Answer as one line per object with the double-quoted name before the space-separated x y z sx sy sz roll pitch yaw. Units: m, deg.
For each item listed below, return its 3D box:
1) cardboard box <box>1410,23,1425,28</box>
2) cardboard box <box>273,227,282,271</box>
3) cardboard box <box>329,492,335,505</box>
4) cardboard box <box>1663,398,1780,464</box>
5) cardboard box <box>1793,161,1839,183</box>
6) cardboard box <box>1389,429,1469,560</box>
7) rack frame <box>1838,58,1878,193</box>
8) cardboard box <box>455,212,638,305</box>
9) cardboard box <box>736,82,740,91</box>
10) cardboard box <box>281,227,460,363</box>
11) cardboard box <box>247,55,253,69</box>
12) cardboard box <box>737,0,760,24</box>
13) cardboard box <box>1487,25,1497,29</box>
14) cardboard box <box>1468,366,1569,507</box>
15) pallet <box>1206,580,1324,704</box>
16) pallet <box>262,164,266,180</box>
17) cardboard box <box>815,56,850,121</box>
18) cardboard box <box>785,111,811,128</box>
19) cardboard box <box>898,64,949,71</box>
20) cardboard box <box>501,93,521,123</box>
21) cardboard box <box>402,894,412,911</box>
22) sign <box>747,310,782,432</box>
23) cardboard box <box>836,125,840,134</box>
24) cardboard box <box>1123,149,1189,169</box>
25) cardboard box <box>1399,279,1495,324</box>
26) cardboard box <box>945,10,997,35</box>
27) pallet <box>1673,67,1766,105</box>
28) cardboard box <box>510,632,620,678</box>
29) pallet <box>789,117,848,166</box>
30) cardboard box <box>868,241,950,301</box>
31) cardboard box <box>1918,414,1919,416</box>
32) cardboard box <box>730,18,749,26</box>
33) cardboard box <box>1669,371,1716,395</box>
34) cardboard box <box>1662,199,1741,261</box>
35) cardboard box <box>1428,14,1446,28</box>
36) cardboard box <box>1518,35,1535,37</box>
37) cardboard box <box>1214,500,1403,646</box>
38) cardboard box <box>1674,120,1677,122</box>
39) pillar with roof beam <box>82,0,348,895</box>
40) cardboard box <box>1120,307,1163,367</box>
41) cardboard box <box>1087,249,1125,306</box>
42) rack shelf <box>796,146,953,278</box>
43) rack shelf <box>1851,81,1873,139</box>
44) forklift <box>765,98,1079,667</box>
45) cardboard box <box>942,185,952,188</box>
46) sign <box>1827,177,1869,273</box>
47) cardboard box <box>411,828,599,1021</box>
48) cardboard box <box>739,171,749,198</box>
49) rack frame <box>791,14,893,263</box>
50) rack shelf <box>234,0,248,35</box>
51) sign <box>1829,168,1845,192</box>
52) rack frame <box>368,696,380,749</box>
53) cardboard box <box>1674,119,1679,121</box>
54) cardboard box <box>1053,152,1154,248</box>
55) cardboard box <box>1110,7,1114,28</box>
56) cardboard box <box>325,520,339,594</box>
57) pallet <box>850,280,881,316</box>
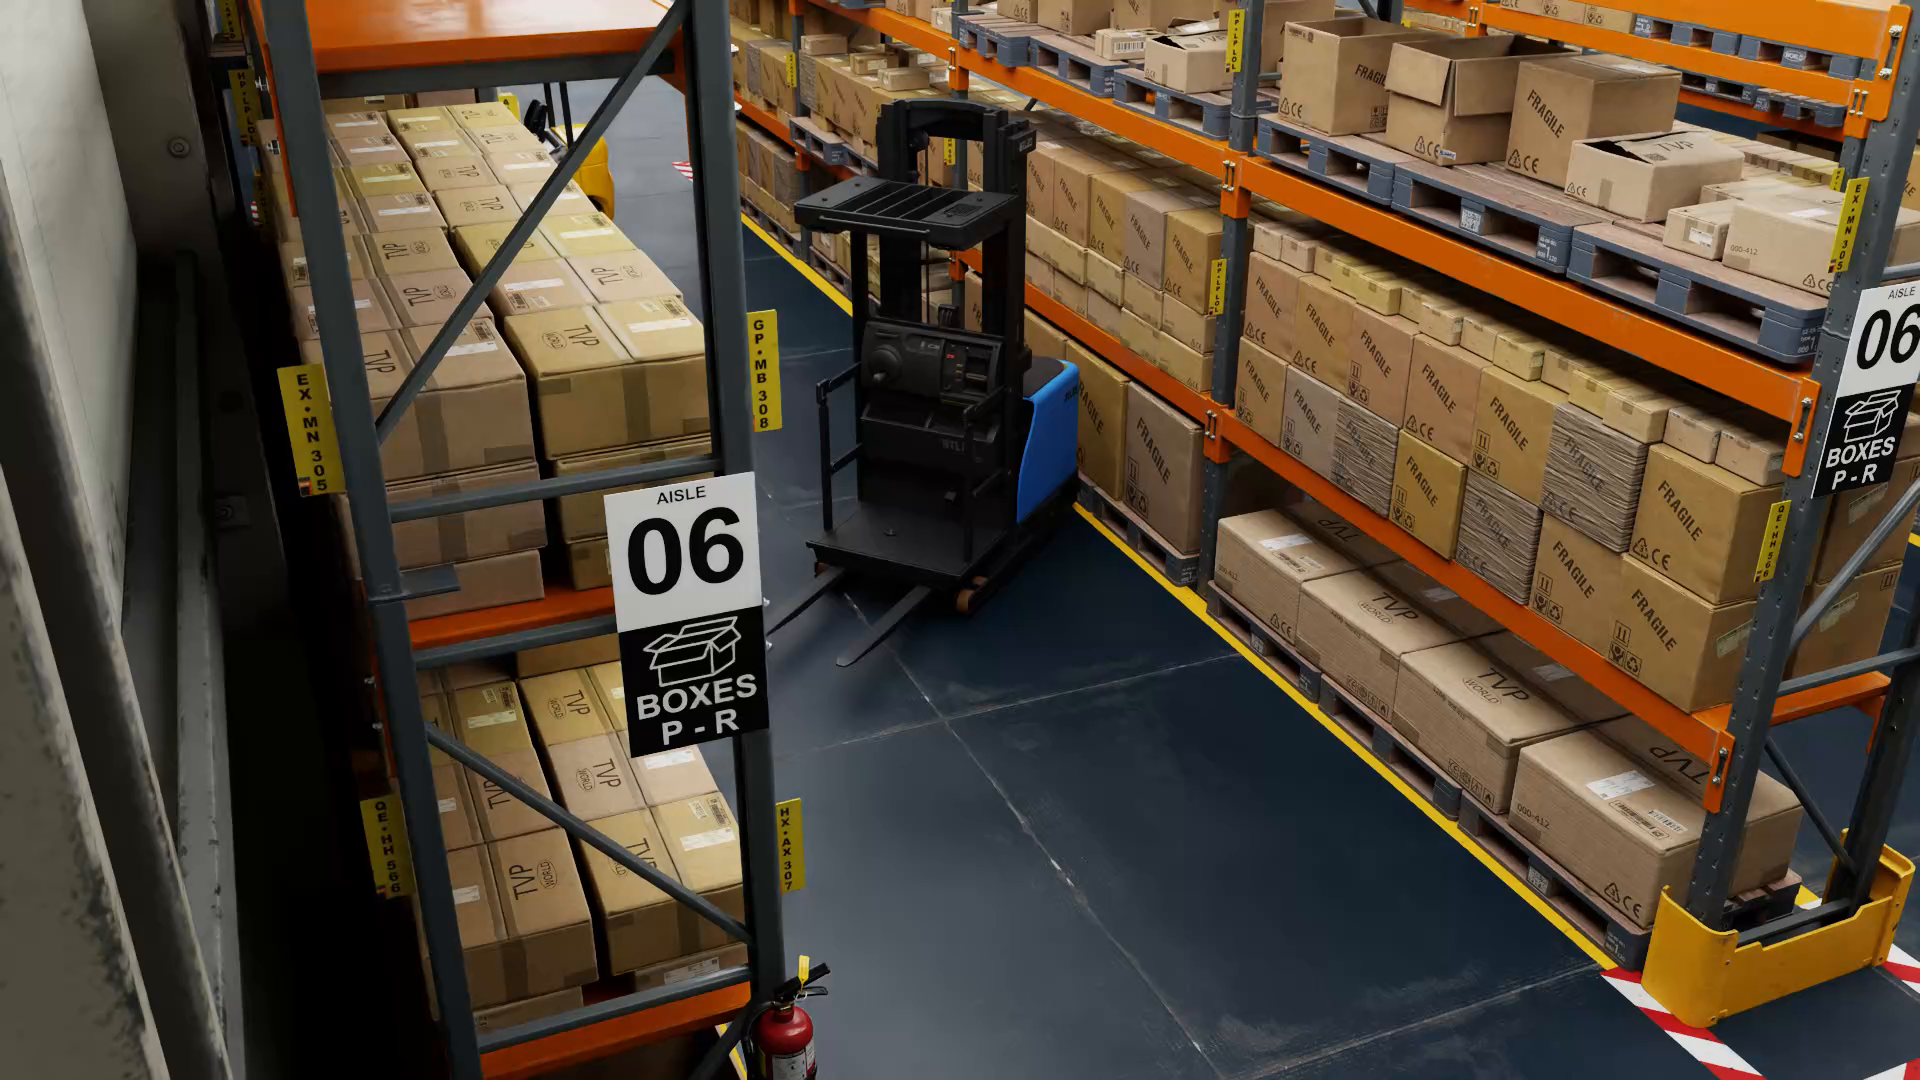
"cardboard box" 4.163 -4.869 16.551 0.700 0.500 0.500 -11 28 -21
"cardboard box" -4.580 -2.120 11.775 0.500 0.250 0.500 -10 28 -19
"cardboard box" -1.651 -0.352 4.965 0.500 0.250 0.500 -10 28 -20
"cardboard box" 3.104 -0.449 6.758 0.380 0.149 0.250 -10 28 -20
"cardboard box" 6.555 -2.757 12.608 0.380 0.149 0.250 -10 28 -20
"cardboard box" 2.511 -0.266 8.262 0.500 0.500 0.500 -10 28 -19
"rack frame" 6.499 -1.961 11.847 1.000 3.000 0.127 -11 28 -21
"cardboard box" -1.349 -0.870 5.457 0.500 0.250 0.500 -11 28 -21
"cardboard box" -2.284 -5.102 18.567 0.380 0.149 0.250 -10 28 -19
"cardboard box" -1.861 -0.787 5.286 0.500 0.250 0.500 -10 28 -20
"cardboard box" -3.994 -2.781 9.824 0.380 0.149 0.250 -11 28 -21
"cardboard box" -2.123 -6.167 18.870 0.700 0.500 0.500 -10 28 -20
"cardboard box" 7.240 -6.974 21.662 0.875 0.500 0.500 -11 28 -21
"cardboard box" 2.720 -0.509 7.619 0.500 0.500 0.500 -11 28 -21
"pallet" 2.210 0.504 9.977 1.003 0.211 1.213 -11 28 -21
"pallet" -2.773 -1.754 8.218 1.213 0.211 1.003 -11 28 -21
"cardboard box" -1.033 -4.225 15.554 0.500 0.500 0.500 -10 28 -20
"cardboard box" -1.555 -4.263 16.849 0.380 0.149 0.250 -11 28 -21
"cardboard box" -0.365 -4.110 15.317 0.500 0.500 0.500 -10 28 -19
"cardboard box" -2.295 -2.013 7.890 0.380 0.149 0.250 -10 28 -19
"cardboard box" -1.769 1.124 5.815 0.380 0.149 0.250 -11 28 -20
"sign" -0.516 -0.434 4.305 0.100 0.325 0.005 -11 28 -21
"cardboard box" -0.952 -3.894 15.614 0.380 0.149 0.250 -9 27 -17
"cardboard box" 1.449 -2.402 11.496 0.500 0.500 0.500 -11 28 -21
"cardboard box" 2.415 -1.176 8.247 0.380 0.149 0.250 -11 28 -21
"cardboard box" 0.101 -4.010 12.912 0.380 0.149 0.250 -11 28 -21
"pallet" 8.723 -5.093 18.480 1.003 0.211 1.213 -11 28 -21
"cardboard box" -1.533 0.162 6.477 0.500 0.500 0.500 -10 28 -19
"pallet" -0.984 -3.879 15.995 1.003 0.211 1.213 -11 28 -21
"cardboard box" -0.383 -2.525 15.520 0.950 0.372 0.625 -10 28 -19
"cardboard box" 6.641 -0.746 11.451 0.380 0.149 0.250 -11 28 -21
"cardboard box" -2.579 -5.645 18.939 0.500 0.500 0.500 -10 28 -19
"cardboard box" 3.382 -0.752 7.379 0.380 0.149 0.250 -12 28 -22
"cardboard box" 3.054 -1.245 6.656 0.380 0.149 0.250 -13 29 -25
"cardboard box" 6.577 -7.042 22.541 0.380 0.149 0.250 -11 28 -21
"cardboard box" 7.306 -6.344 21.111 0.380 0.149 0.250 -11 28 -21
"cardboard box" 2.131 0.165 9.934 0.875 0.438 0.875 -11 28 -21
"cardboard box" 5.853 -3.485 14.098 0.380 0.149 0.250 -10 28 -19
"pillar with roof beam" 0.823 -3.214 7.577 9.100 9.000 0.400 -11 28 -21
"cardboard box" 1.378 -1.345 10.758 0.500 0.250 0.500 -11 28 -21
"cardboard box" 1.177 -1.771 11.060 0.500 0.250 0.500 -10 28 -19
"rack shelf" -0.366 -3.168 15.140 1.077 0.370 4.000 -11 28 -21
"rack shelf" 7.282 -2.178 9.693 1.077 0.370 4.000 -11 28 -21
"forklift" -0.277 -1.069 10.099 1.130 2.935 3.031 12 29 23
"cardboard box" 0.073 -2.852 13.480 0.380 0.149 0.250 -10 28 -19
"sign" 3.046 -1.077 5.699 0.100 0.325 0.005 -11 28 -21
"cardboard box" -1.440 1.194 5.218 0.500 0.250 0.500 -10 28 -19
"cardboard box" -2.236 -4.068 18.819 0.500 0.250 0.500 -9 27 -17
"rack frame" -1.149 -4.299 16.636 1.000 3.000 0.127 -11 28 -21
"rack shelf" -3.365 -3.215 8.854 1.077 0.370 4.000 -11 28 -21
"sign" 5.990 -2.384 11.394 0.100 0.325 0.005 -11 28 -21
"rack frame" -2.582 -0.215 8.271 1.000 3.000 0.127 -11 28 -21
"cardboard box" 8.190 -4.824 20.060 0.700 0.500 0.500 -13 29 -25
"cardboard box" 0.972 -2.323 11.335 0.500 0.500 0.500 -10 28 -20
"cardboard box" 1.279 -3.664 11.592 0.396 0.266 0.258 -11 28 -22
"cardboard box" -3.438 0.156 9.881 0.500 0.500 0.500 -12 29 -23
"pallet" -0.361 -2.238 15.594 1.003 0.211 1.213 -11 28 -21
